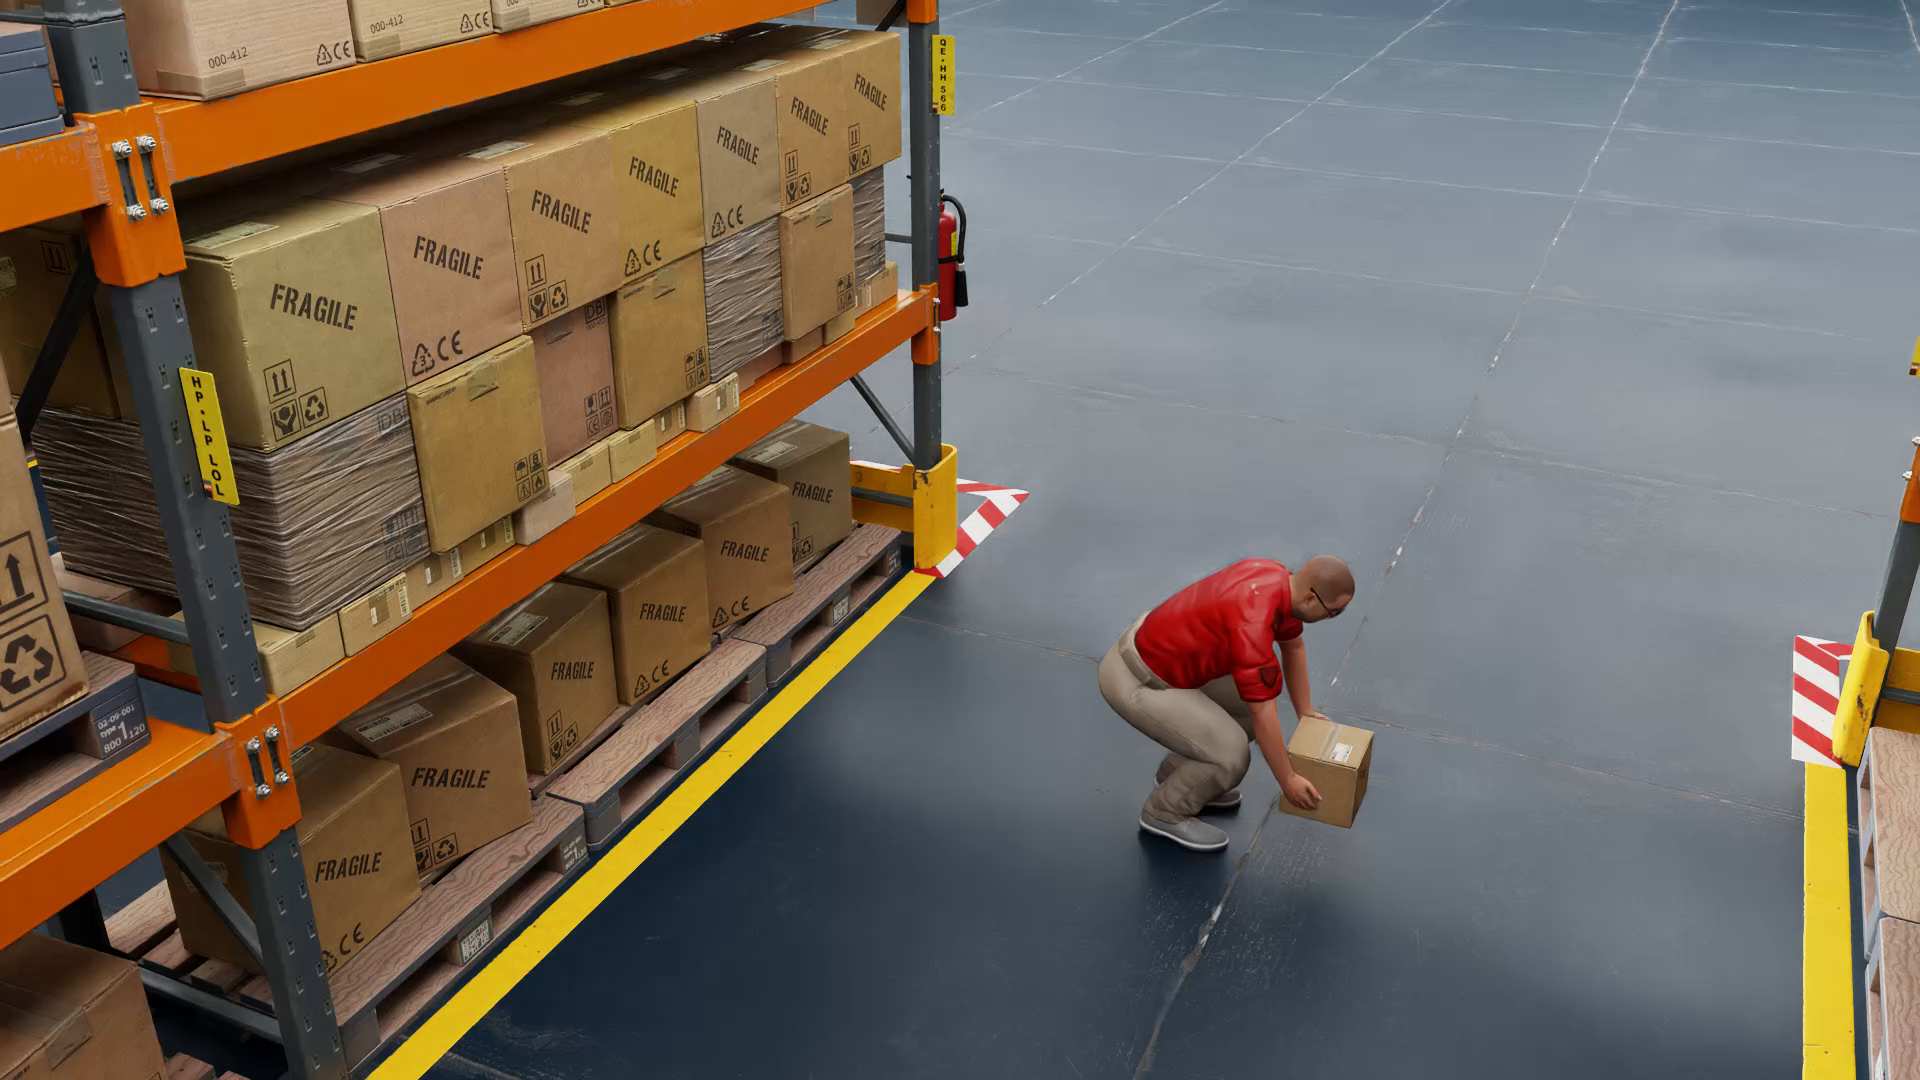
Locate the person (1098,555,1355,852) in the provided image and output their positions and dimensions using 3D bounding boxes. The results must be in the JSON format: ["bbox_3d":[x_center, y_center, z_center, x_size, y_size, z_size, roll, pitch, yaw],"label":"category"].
[{"bbox_3d":[0.920,0.507,5.807,0.833,1.106,0.568,11,28,22],"label":"person"}]
